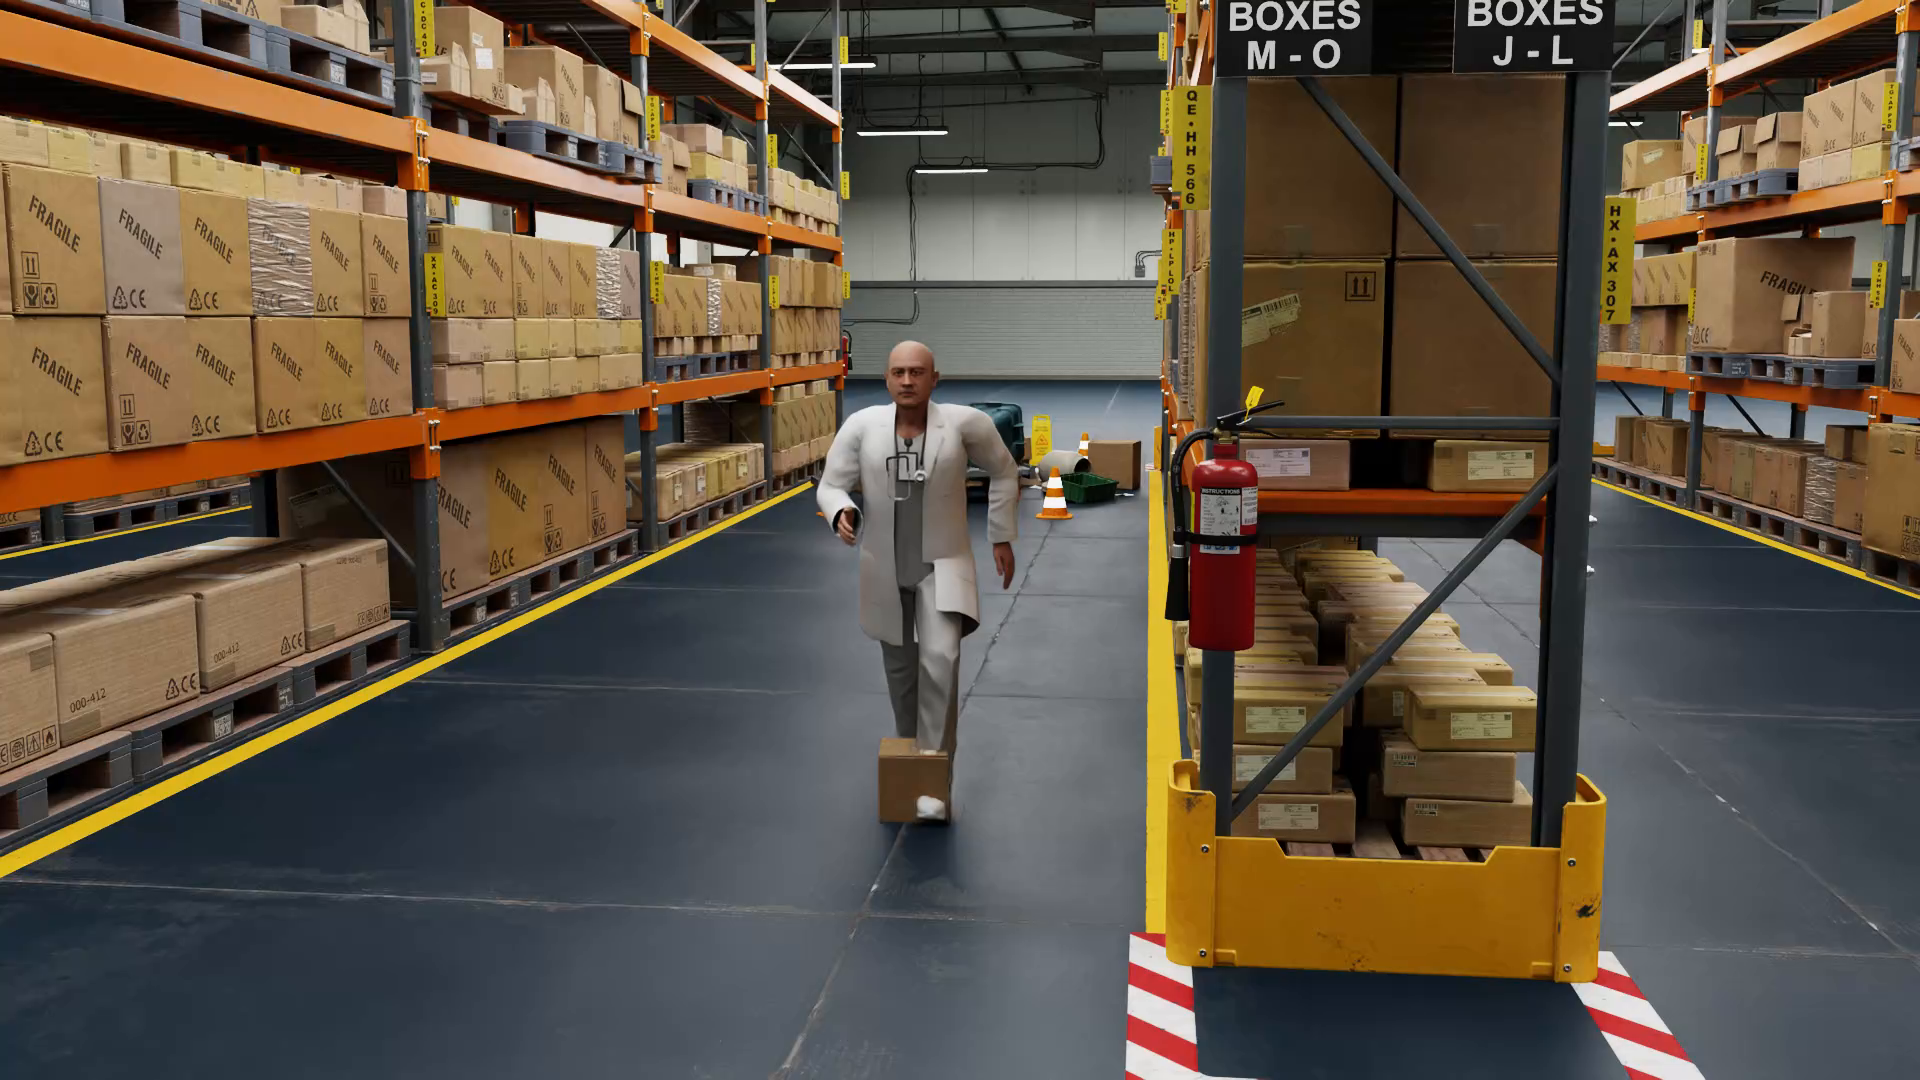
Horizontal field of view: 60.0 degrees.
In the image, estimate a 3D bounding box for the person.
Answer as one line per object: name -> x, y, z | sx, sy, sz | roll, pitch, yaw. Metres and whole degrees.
person -> -0.160, 0.107, 6.209 | 0.716, 1.693, 0.992 | 2, 8, 12
